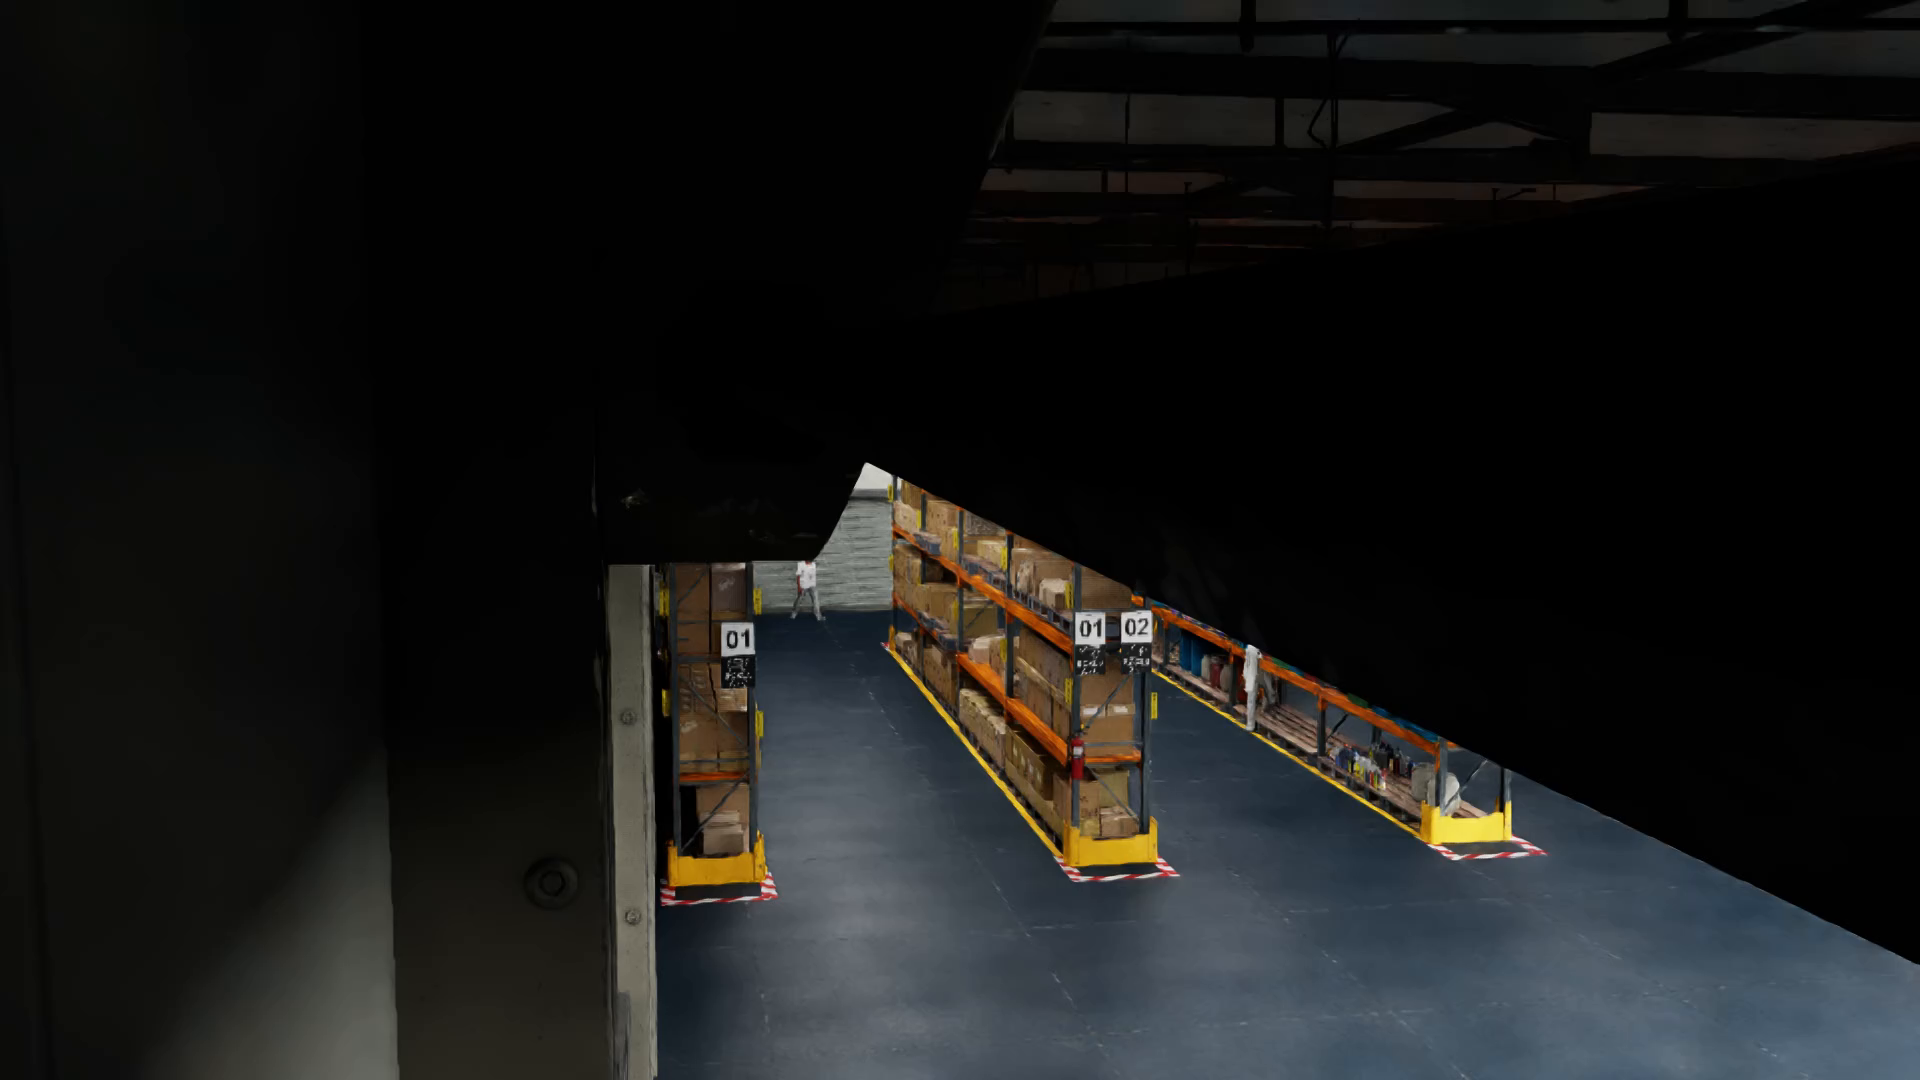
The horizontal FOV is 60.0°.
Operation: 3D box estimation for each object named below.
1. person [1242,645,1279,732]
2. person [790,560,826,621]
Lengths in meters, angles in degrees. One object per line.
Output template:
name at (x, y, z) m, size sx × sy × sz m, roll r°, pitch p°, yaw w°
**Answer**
person at (5.142, 2.383, 28.448) m, size 0.633 × 1.741 × 1.047 m, roll 1°, pitch 6°, yaw 11°
person at (-3.726, 1.105, 40.402) m, size 0.591 × 1.740 × 0.939 m, roll -5°, pitch 8°, yaw -37°
